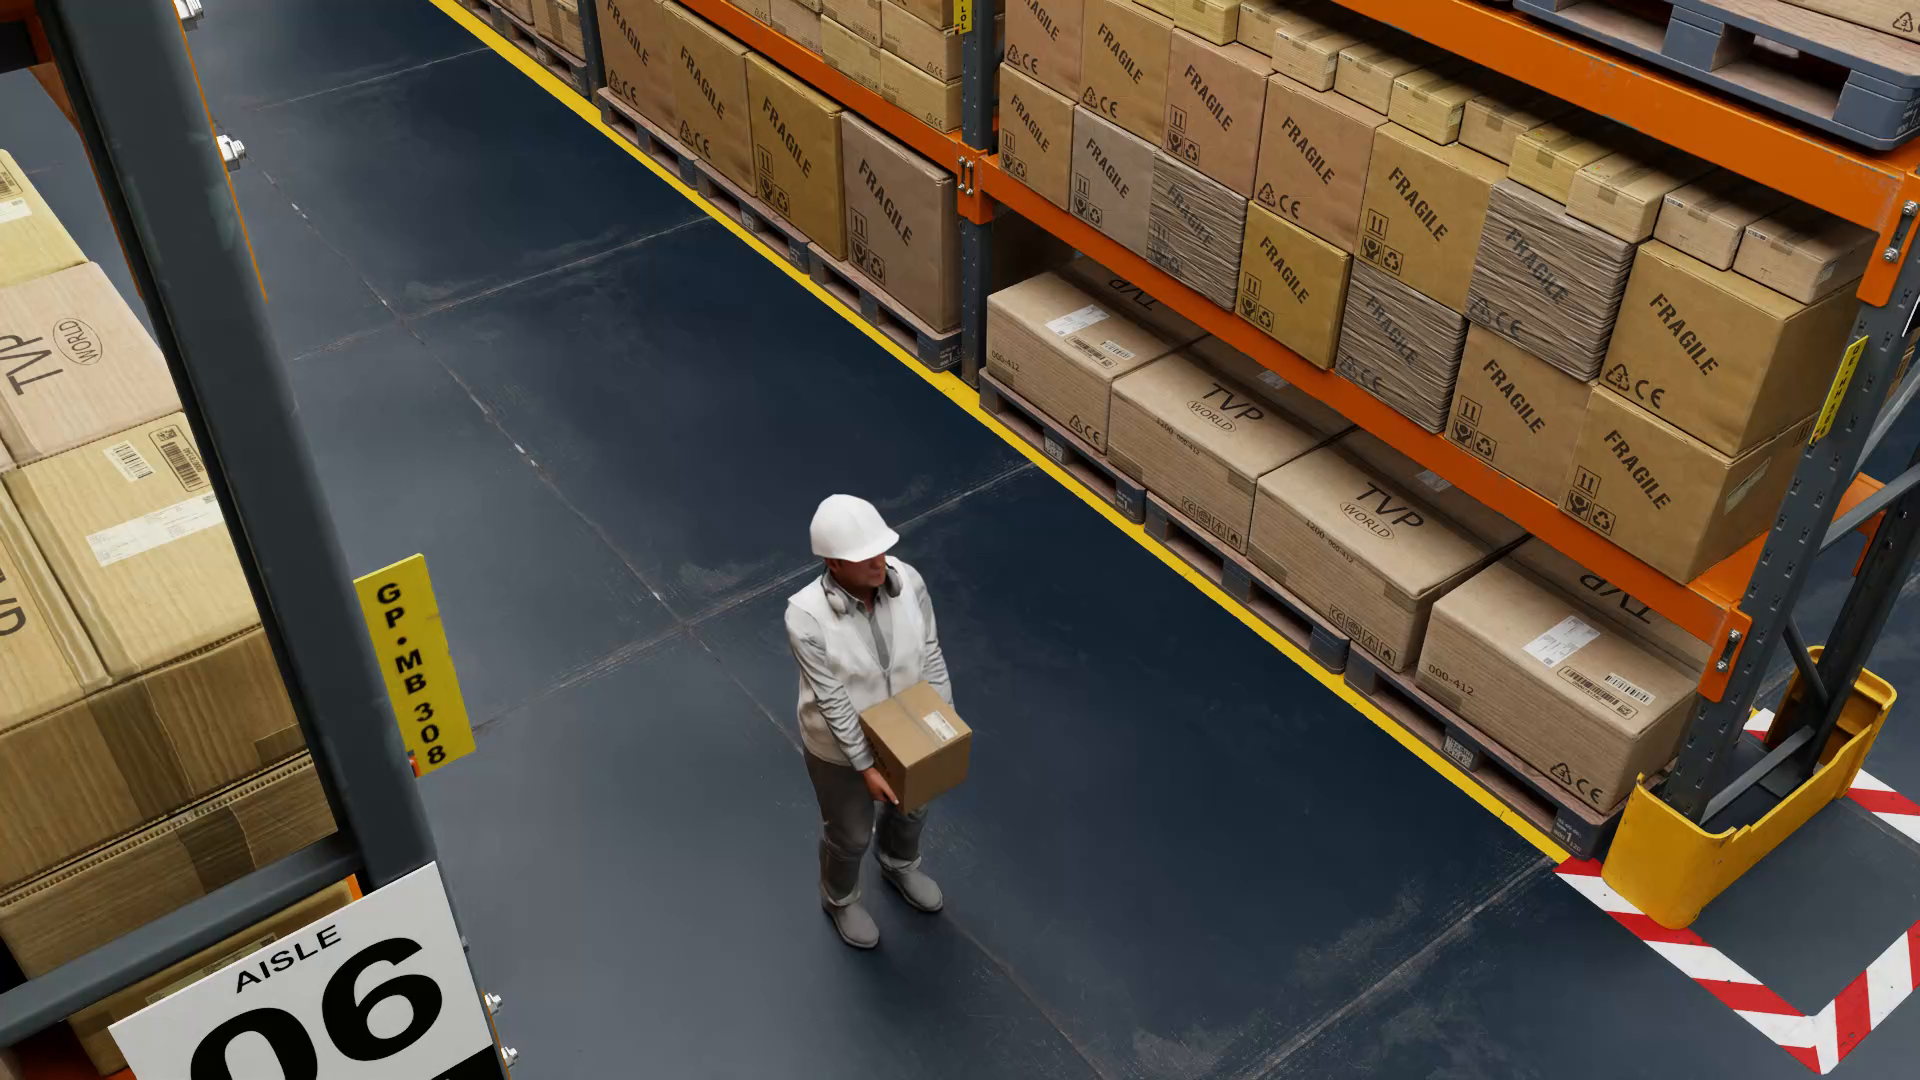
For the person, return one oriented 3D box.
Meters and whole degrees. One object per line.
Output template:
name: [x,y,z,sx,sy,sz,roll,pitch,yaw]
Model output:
person: [-0.240,0.648,5.372,0.494,1.762,0.564,-26,46,-27]
